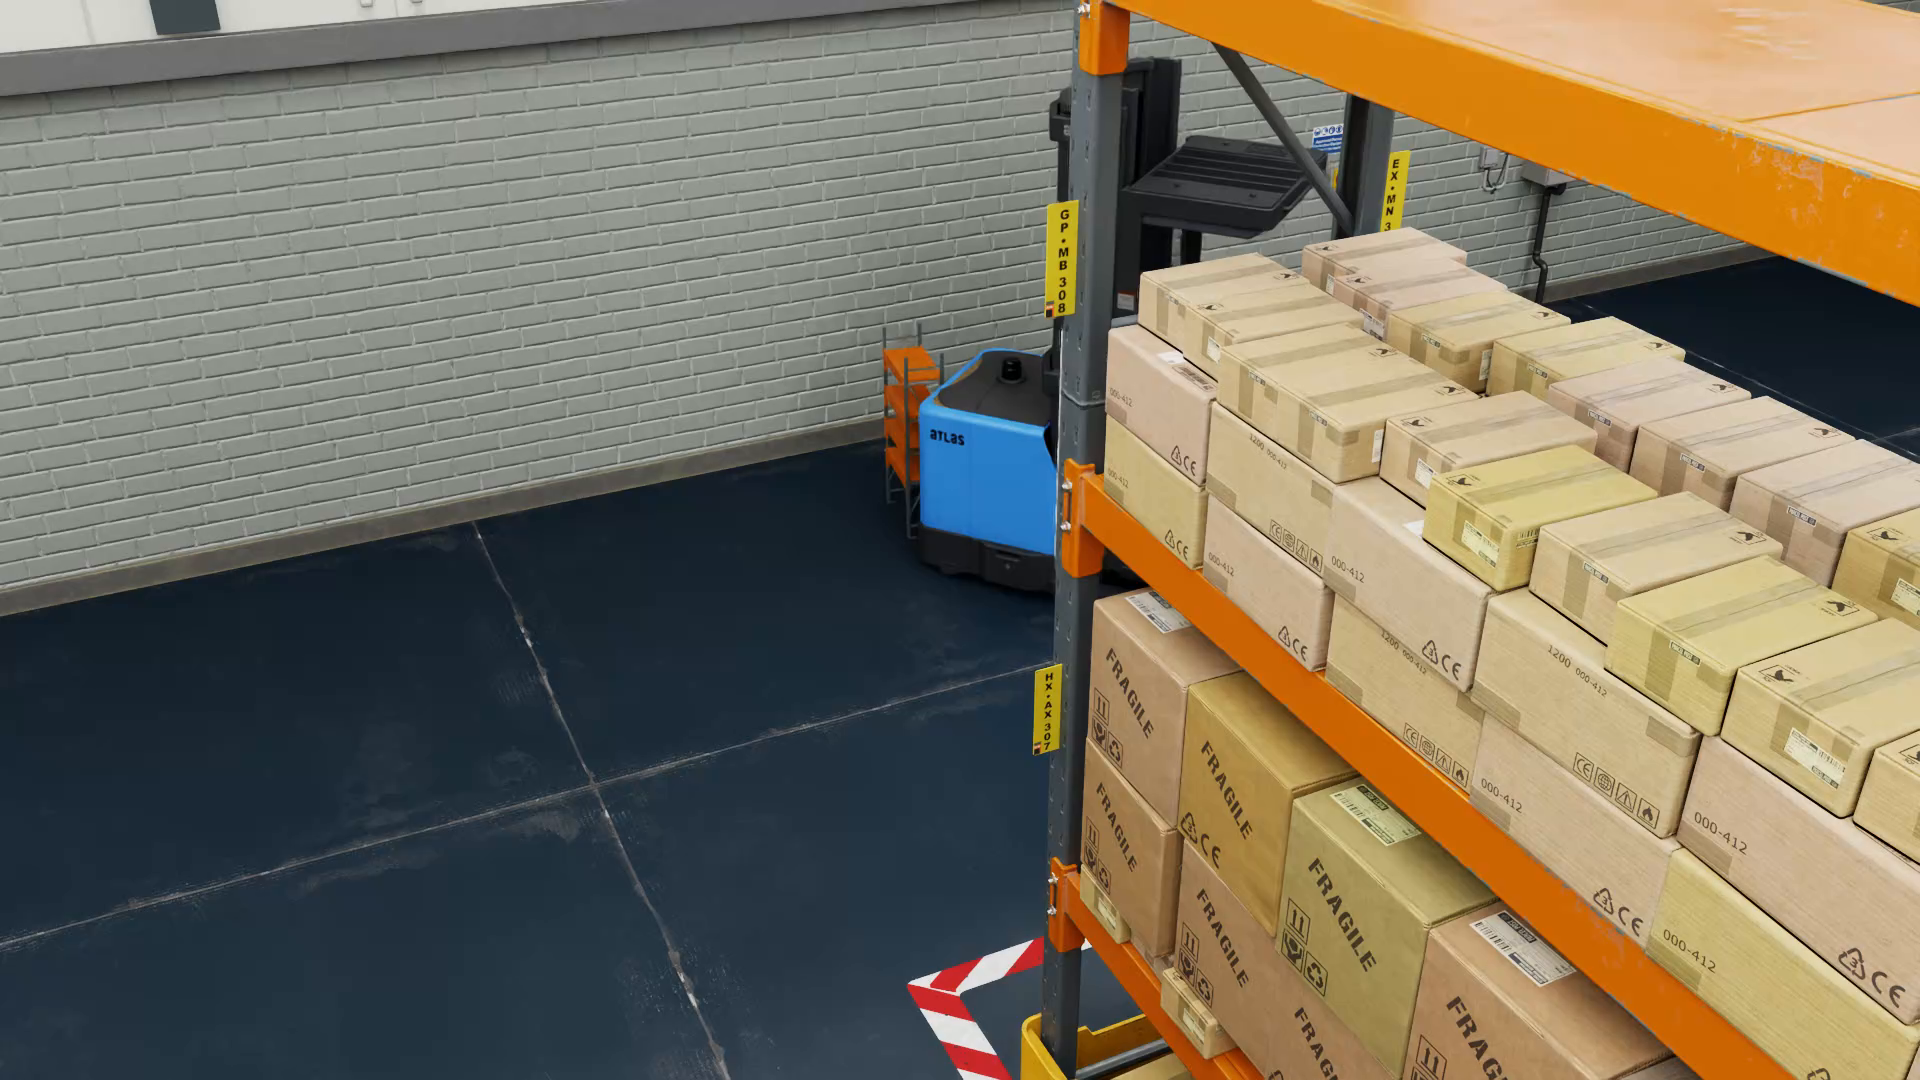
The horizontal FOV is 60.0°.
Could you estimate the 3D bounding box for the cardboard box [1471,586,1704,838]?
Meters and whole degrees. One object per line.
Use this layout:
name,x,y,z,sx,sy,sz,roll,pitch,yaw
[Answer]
cardboard box,1.375,0.273,3.245,0.500,0.250,0.500,-14,32,-24

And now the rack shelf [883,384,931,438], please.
rack shelf,-0.281,-0.802,10.106,0.258,0.148,0.480,-9,30,-15

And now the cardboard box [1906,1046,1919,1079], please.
cardboard box,1.831,0.947,2.554,0.500,0.250,0.500,-13,32,-22

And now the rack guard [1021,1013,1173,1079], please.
rack guard,0.805,1.930,6.270,1.175,0.500,0.348,-13,32,-22

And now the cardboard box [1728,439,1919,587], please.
cardboard box,1.821,-0.059,3.430,0.380,0.149,0.250,-14,32,-23

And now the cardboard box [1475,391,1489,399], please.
cardboard box,1.420,-0.279,4.230,0.500,0.250,0.500,-14,32,-23

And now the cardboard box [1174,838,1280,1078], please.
cardboard box,0.968,1.120,4.752,0.500,0.500,0.500,-13,32,-22

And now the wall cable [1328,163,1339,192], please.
wall cable,2.757,-3.221,11.829,0.585,1.953,0.123,-13,32,-22

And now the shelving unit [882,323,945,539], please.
shelving unit,-0.281,-0.665,10.182,0.258,1.200,0.503,-9,30,-15

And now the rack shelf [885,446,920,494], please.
rack shelf,-0.281,-0.433,10.312,0.258,0.148,0.480,-9,30,-15

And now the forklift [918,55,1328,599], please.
forklift,1.308,-1.015,9.036,3.031,2.935,1.130,13,32,22

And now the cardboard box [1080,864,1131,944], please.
cardboard box,0.615,1.127,5.402,0.380,0.149,0.250,-13,32,-22

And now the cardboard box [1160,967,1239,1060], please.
cardboard box,0.829,1.361,4.985,0.380,0.149,0.250,-14,32,-23

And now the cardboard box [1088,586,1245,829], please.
cardboard box,0.725,0.451,4.924,0.500,0.500,0.500,-13,32,-22

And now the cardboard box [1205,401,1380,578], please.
cardboard box,0.951,-0.176,4.046,0.500,0.250,0.500,-13,32,-23

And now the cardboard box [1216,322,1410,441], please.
cardboard box,0.849,-0.386,4.013,0.380,0.149,0.250,-13,32,-22

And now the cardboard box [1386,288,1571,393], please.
cardboard box,1.308,-0.501,4.217,0.380,0.149,0.250,-14,32,-23

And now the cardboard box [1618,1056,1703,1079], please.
cardboard box,1.609,1.356,3.309,0.500,0.500,0.500,-12,32,-21

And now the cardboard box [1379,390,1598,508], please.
cardboard box,1.159,-0.187,3.658,0.380,0.149,0.250,-12,31,-21

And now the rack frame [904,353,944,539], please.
rack frame,-0.210,-0.551,9.979,0.240,1.200,0.015,-9,30,-15

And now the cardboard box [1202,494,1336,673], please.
cardboard box,0.956,0.049,4.156,0.500,0.250,0.500,-12,31,-20

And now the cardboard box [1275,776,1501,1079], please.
cardboard box,1.150,0.907,4.111,0.500,0.500,0.500,-14,32,-23

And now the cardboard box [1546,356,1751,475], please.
cardboard box,1.574,-0.283,3.828,0.380,0.149,0.250,-14,32,-23

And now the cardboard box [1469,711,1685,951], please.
cardboard box,1.401,0.504,3.344,0.500,0.250,0.500,-13,32,-22

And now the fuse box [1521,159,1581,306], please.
fuse box,4.717,-2.579,13.072,0.539,1.711,0.414,-13,32,-22

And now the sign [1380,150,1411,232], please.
sign,1.282,-0.996,4.961,0.100,0.325,0.005,-13,32,-22

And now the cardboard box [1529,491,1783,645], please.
cardboard box,1.345,0.054,3.227,0.380,0.149,0.250,-12,31,-20

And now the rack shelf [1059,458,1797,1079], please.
rack shelf,1.631,0.695,3.586,1.077,0.370,4.000,-13,32,-22

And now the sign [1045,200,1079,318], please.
sign,0.282,-0.770,4.568,0.100,0.325,0.005,-13,32,-22

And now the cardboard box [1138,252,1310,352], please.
cardboard box,0.705,-0.638,4.461,0.380,0.149,0.250,-13,32,-22

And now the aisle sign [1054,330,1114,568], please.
aisle sign,0.470,-0.297,5.028,0.394,0.787,0.004,-13,32,-22

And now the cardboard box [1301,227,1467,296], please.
cardboard box,1.180,-0.744,4.650,0.380,0.149,0.250,-13,32,-22

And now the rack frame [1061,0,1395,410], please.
rack frame,0.772,-1.811,4.251,1.000,3.000,0.127,-13,32,-22

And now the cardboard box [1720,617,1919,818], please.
cardboard box,1.529,0.291,2.804,0.380,0.149,0.250,-13,32,-22
